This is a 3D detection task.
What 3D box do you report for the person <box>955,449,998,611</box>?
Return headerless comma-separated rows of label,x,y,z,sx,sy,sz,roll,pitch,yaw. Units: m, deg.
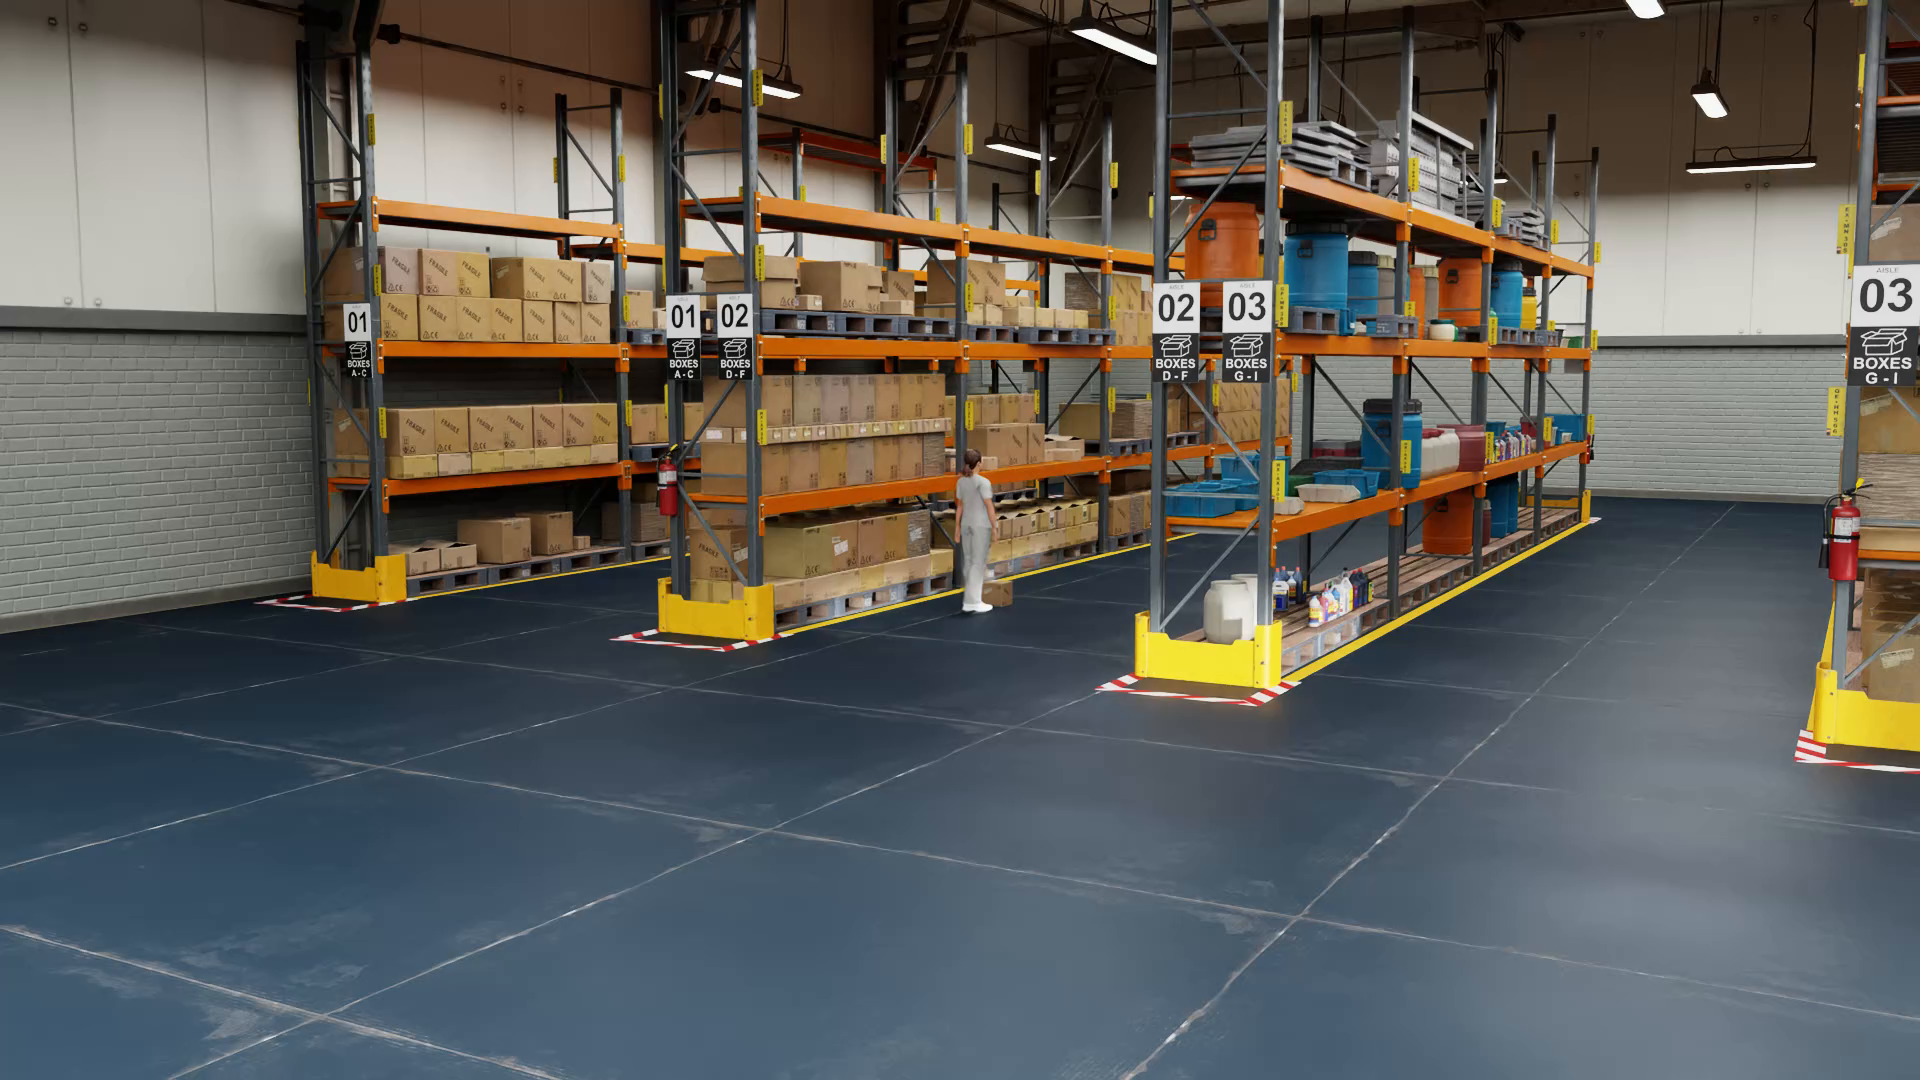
person,0.164,-0.105,17.205,0.494,1.668,0.406,5,8,42
